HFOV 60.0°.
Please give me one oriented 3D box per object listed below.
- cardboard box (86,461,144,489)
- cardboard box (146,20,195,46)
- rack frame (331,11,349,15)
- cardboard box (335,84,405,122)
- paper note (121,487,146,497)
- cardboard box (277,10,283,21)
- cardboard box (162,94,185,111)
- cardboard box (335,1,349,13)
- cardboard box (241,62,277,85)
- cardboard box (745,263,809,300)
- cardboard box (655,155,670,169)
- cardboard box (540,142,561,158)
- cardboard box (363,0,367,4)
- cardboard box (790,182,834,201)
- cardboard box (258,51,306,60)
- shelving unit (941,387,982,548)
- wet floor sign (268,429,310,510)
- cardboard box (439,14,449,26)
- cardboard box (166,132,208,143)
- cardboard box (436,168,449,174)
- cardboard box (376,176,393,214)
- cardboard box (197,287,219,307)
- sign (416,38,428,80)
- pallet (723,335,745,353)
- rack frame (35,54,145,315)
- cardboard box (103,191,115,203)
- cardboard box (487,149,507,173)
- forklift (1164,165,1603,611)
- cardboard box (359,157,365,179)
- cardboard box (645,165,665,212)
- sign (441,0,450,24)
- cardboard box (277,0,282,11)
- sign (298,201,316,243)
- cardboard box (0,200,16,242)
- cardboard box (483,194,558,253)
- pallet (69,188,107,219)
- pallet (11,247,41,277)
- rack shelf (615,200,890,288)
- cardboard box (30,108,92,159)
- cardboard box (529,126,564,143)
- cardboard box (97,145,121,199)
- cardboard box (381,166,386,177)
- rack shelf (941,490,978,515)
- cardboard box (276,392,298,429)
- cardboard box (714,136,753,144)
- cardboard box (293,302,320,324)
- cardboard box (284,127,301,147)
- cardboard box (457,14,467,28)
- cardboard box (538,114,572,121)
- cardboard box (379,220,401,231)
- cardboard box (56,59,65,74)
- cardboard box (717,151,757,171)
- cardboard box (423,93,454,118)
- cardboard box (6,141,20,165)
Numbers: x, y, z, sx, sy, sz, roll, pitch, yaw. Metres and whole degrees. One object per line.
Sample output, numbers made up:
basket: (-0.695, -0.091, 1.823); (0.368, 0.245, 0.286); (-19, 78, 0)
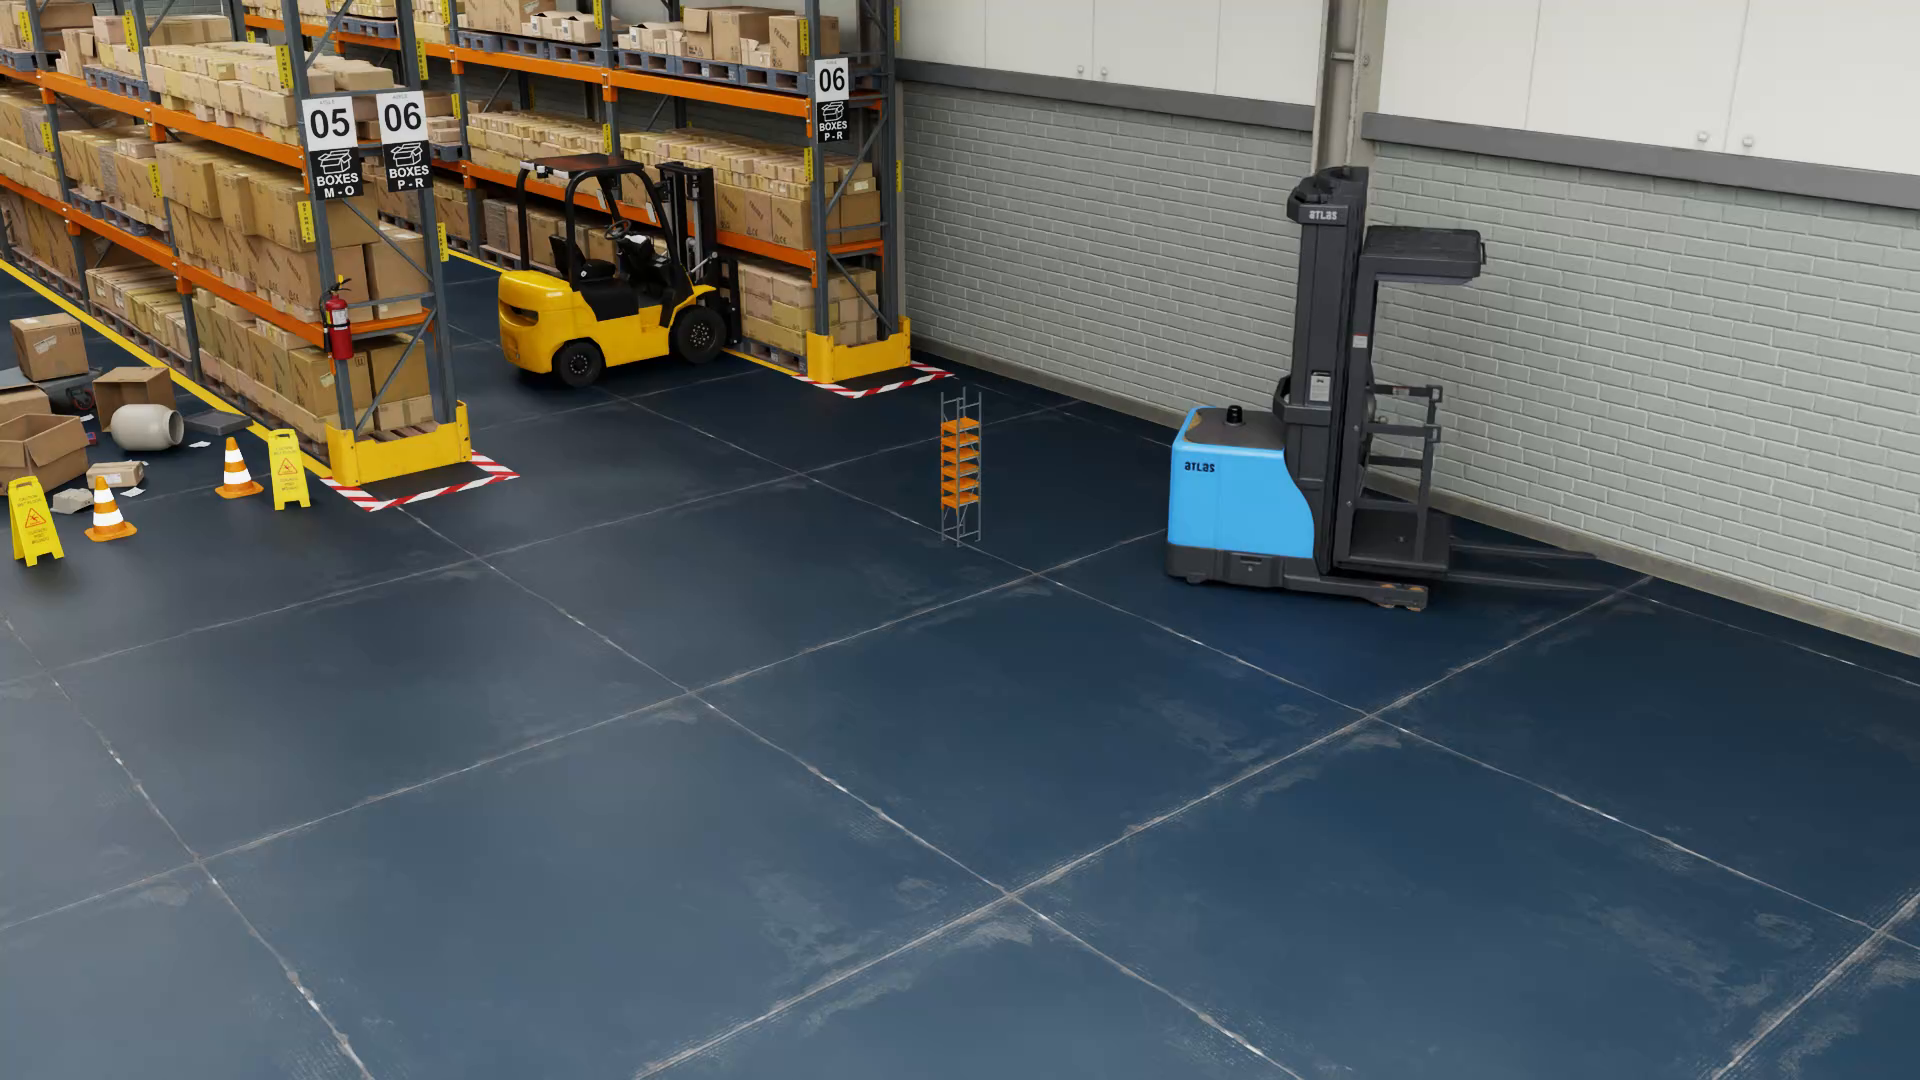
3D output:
cardboard box: (-7.214, -0.556, 14.200); (0.380, 0.149, 0.250); (-4, 22, -10)
cardboard box: (-7.915, -4.993, 16.449); (0.500, 0.250, 0.500); (-17, 27, -36)
rack frame: (-8.904, -9.294, 24.374); (1.000, 3.000, 0.127); (-17, 27, -37)
cardboard box: (-4.955, -3.670, 13.926); (0.500, 0.250, 0.500); (-18, 28, -38)
paper note: (-6.954, -0.407, 13.982); (0.142, 0.019, 0.148); (12, 24, 27)
cardboard box: (-10.556, -8.295, 26.282); (0.380, 0.149, 0.250); (-17, 27, -37)
cardboard box: (-7.295, -4.157, 15.715); (0.380, 0.149, 0.250); (-17, 27, -37)
cardboard box: (-8.868, -7.765, 24.216); (0.380, 0.149, 0.250); (-17, 27, -37)
cardboard box: (-5.874, -3.975, 14.157); (0.380, 0.149, 0.250); (-17, 27, -37)
cardboard box: (-1.945, -2.759, 17.738); (0.500, 0.250, 0.500); (-17, 27, -36)
cardboard box: (-3.207, -4.266, 18.736); (0.380, 0.149, 0.250); (-17, 27, -36)
cardboard box: (-4.867, -4.811, 20.675); (0.500, 0.250, 0.500); (-17, 27, -36)
cardboard box: (-8.280, -7.716, 23.681); (0.380, 0.149, 0.250); (-17, 27, -37)
cardboard box: (-1.509, -3.563, 16.941); (0.380, 0.149, 0.250); (-17, 27, -37)
cardboard box: (-6.170, -4.381, 15.193); (0.380, 0.149, 0.250); (-17, 27, -37)
shelving unit: (0.009, -0.555, 12.755); (0.258, 1.200, 0.189); (-17, 27, -37)
wet floor sign: (-5.515, -0.599, 13.629); (0.267, 0.644, 0.232); (-8, 23, -19)
cardboard box: (-6.707, -6.949, 22.158); (0.380, 0.149, 0.250); (-17, 27, -36)
cardboard box: (-8.266, -4.280, 17.788); (0.380, 0.149, 0.250); (-16, 26, -35)
cardboard box: (-7.568, -5.454, 24.757); (0.380, 0.149, 0.250); (-17, 27, -37)
cardboard box: (-8.404, -5.200, 25.000); (0.500, 0.500, 0.500); (-18, 28, -38)
cardboard box: (-7.223, -2.398, 16.270); (0.380, 0.149, 0.250); (-17, 27, -37)
sign: (-4.418, -3.935, 13.607); (0.100, 0.325, 0.005); (-17, 27, -37)
pallet: (-2.394, -2.425, 18.886); (1.003, 0.211, 1.213); (-17, 27, -37)
rack frame: (-10.051, -4.213, 19.627); (1.000, 3.000, 0.127); (-17, 27, -37)
cardboard box: (-9.296, -3.856, 18.484); (0.380, 0.149, 0.250); (-16, 26, -34)
cardboard box: (-5.864, -5.005, 21.854); (0.500, 0.250, 0.500); (-18, 28, -39)
forklift: (3.074, -1.080, 11.721); (3.031, 2.935, 1.130); (6, 22, 15)
cardboard box: (-9.981, -5.914, 26.821); (0.700, 0.500, 0.500); (-19, 28, -39)
cardboard box: (-3.237, -4.012, 18.978); (0.500, 0.500, 0.500); (-17, 27, -37)
sign: (-6.705, -6.904, 21.677); (0.100, 0.325, 0.005); (-17, 27, -37)
cardboard box: (-10.405, -8.466, 26.171); (0.500, 0.250, 0.500); (-18, 28, -38)
sign: (-5.262, -2.562, 13.392); (0.100, 0.325, 0.005); (-17, 27, -37)
cardboard box: (-12.990, -4.519, 23.347); (0.875, 0.438, 0.875); (-18, 28, -38)
cardboard box: (-5.896, -4.310, 22.555); (0.875, 0.625, 0.625); (-16, 27, -36)
pallet: (-9.505, -3.952, 19.224); (1.213, 0.211, 1.003); (-17, 27, -37)
pallet: (-12.101, -3.824, 22.459); (1.003, 0.211, 1.213); (-17, 27, -37)
rack shelf: (-2.376, -3.403, 18.545); (1.077, 0.370, 4.000); (-17, 27, -37)
cardboard box: (-10.586, -4.805, 19.632); (0.500, 0.500, 0.500); (-18, 28, -39)
cardboard box: (-5.161, -5.081, 20.818); (0.380, 0.149, 0.250); (-18, 28, -39)
cardboard box: (-8.915, -3.986, 17.928); (0.500, 0.500, 0.500); (-19, 28, -39)
cardboard box: (-8.456, -5.545, 24.992); (0.380, 0.149, 0.250); (-19, 28, -40)
rack shelf: (0.009, -0.290, 12.859); (0.258, 0.103, 0.180); (-17, 27, -37)
cardboard box: (-5.892, -1.222, 15.185); (0.500, 0.250, 0.500); (-17, 27, -37)
cardboard box: (-2.564, -4.481, 18.878); (0.380, 0.149, 0.250); (-18, 28, -38)
cardboard box: (-5.484, -1.982, 14.275); (0.380, 0.149, 0.250); (-18, 28, -38)
cardboard box: (-5.274, -3.314, 13.564); (0.380, 0.149, 0.250); (-17, 27, -37)
cardboard box: (-6.295, -6.757, 21.617); (0.380, 0.166, 0.250); (-18, 27, -38)
cardboard box: (-5.336, -5.519, 21.936); (0.380, 0.149, 0.250); (-18, 28, -38)
cardboard box: (-5.268, -2.527, 14.777); (0.500, 0.500, 0.500); (-16, 27, -36)
cardboard box: (-9.974, -5.365, 18.800); (0.380, 0.149, 0.250); (-17, 27, -37)
cardboard box: (-2.373, -4.050, 17.776); (0.380, 0.149, 0.250); (-17, 27, -36)
cardboard box: (-7.498, -6.046, 23.590); (0.797, 0.503, 0.637); (-18, 28, -39)
cardboard box: (-11.586, -4.870, 20.825); (0.500, 0.250, 0.500); (-18, 28, -39)
